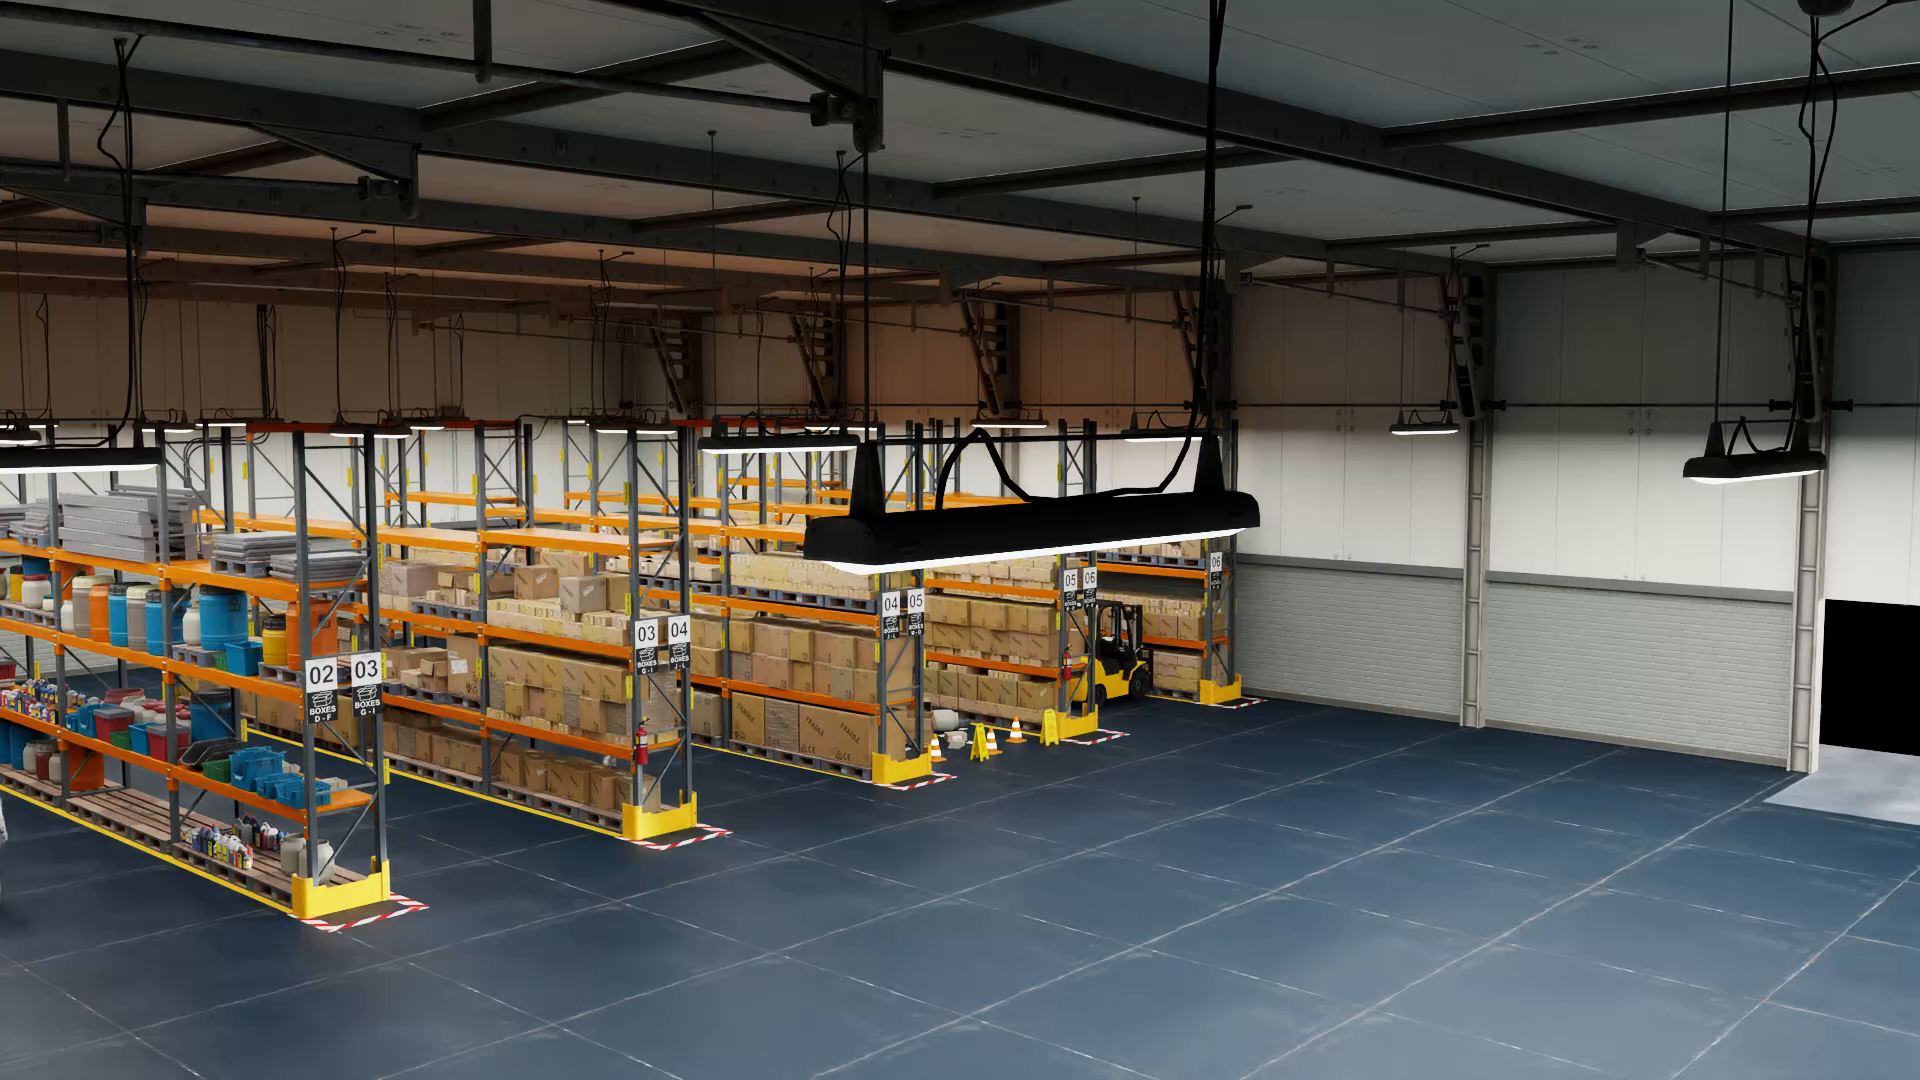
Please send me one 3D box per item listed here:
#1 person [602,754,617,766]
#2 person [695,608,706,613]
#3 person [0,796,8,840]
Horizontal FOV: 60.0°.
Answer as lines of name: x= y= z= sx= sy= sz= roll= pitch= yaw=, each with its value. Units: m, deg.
person: x=-6.100 y=3.111 z=28.945 sx=0.479 sy=1.684 sz=0.474 roll=-1 pitch=5 yaw=-12
person: x=-5.751 y=2.399 z=37.090 sx=0.610 sy=1.794 sz=0.409 roll=1 pitch=5 yaw=8
person: x=-12.506 y=3.404 z=21.323 sx=0.501 sy=0.970 sz=0.361 roll=-1 pitch=5 yaw=-12
